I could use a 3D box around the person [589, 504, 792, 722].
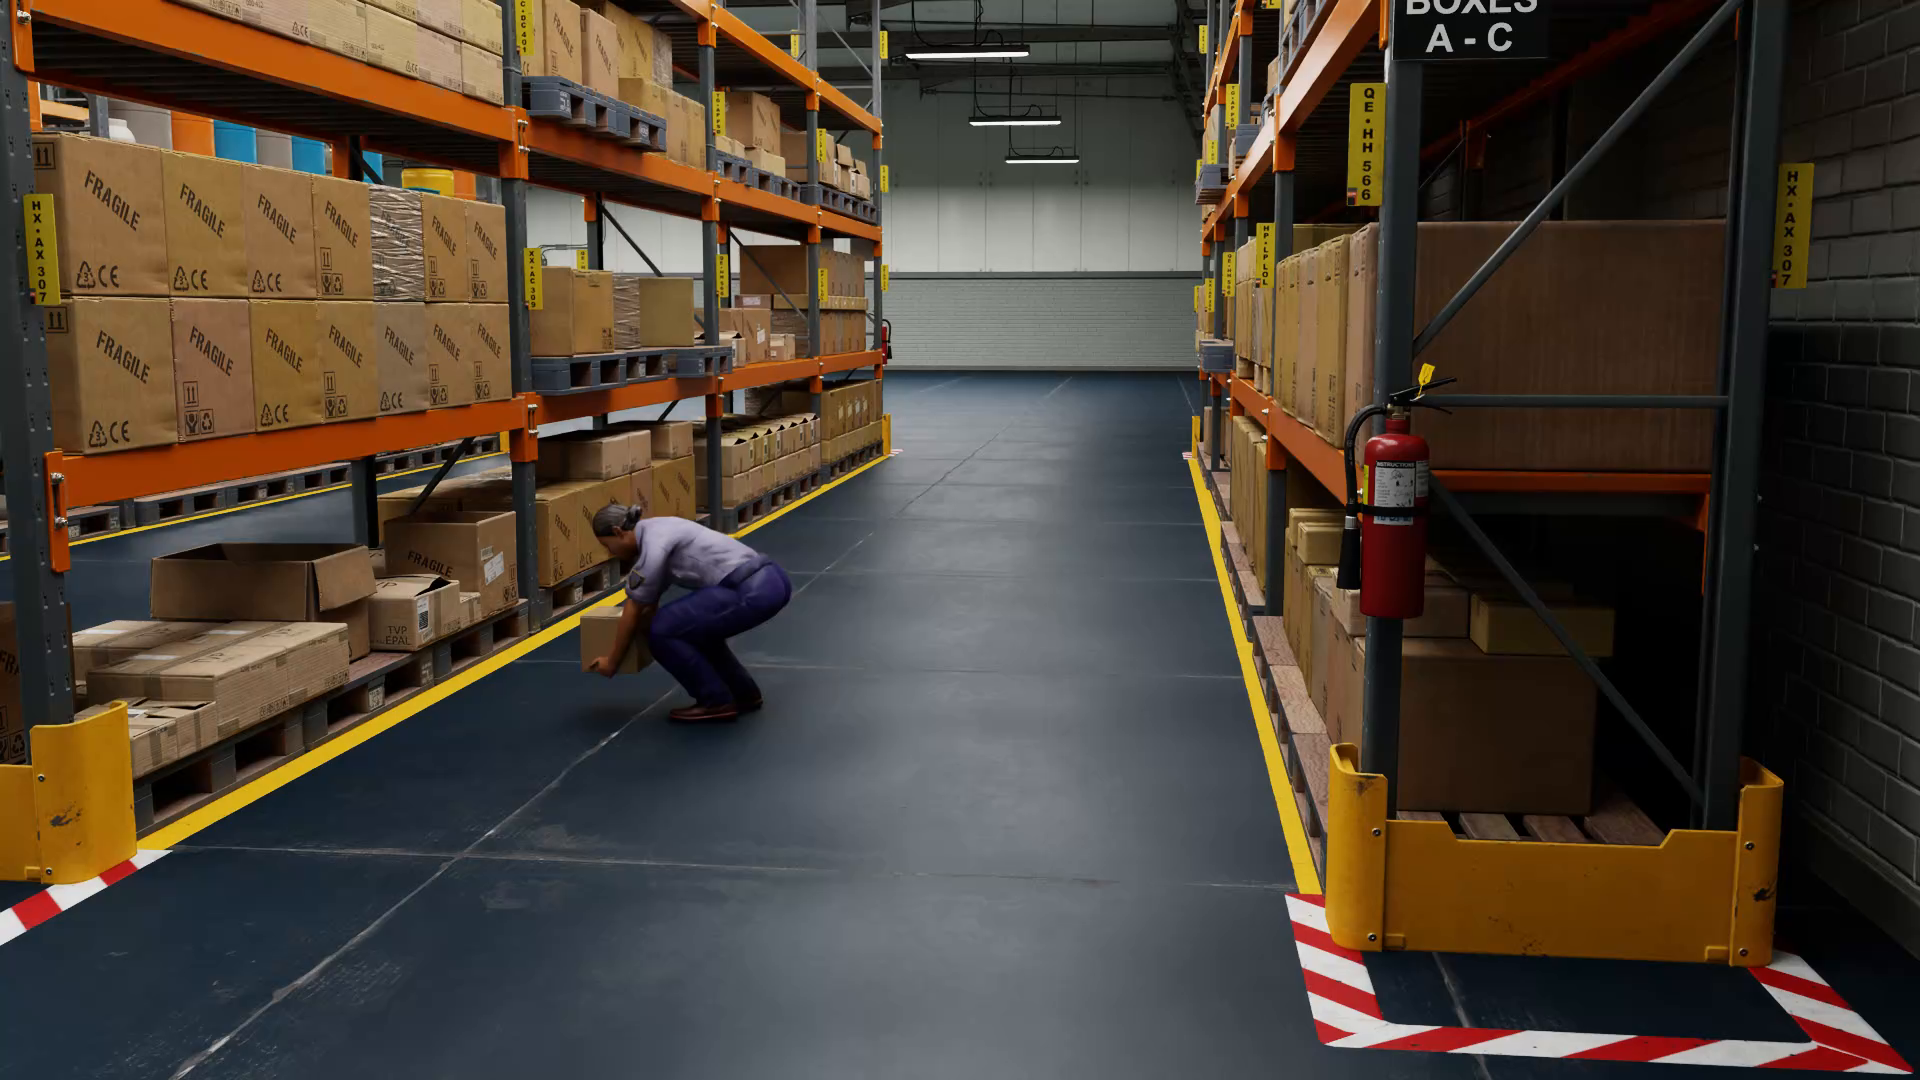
[{"bbox_3d":[-1.174,0.306,7.277,0.856,0.938,0.502,1,8,4],"label":"person"}]
